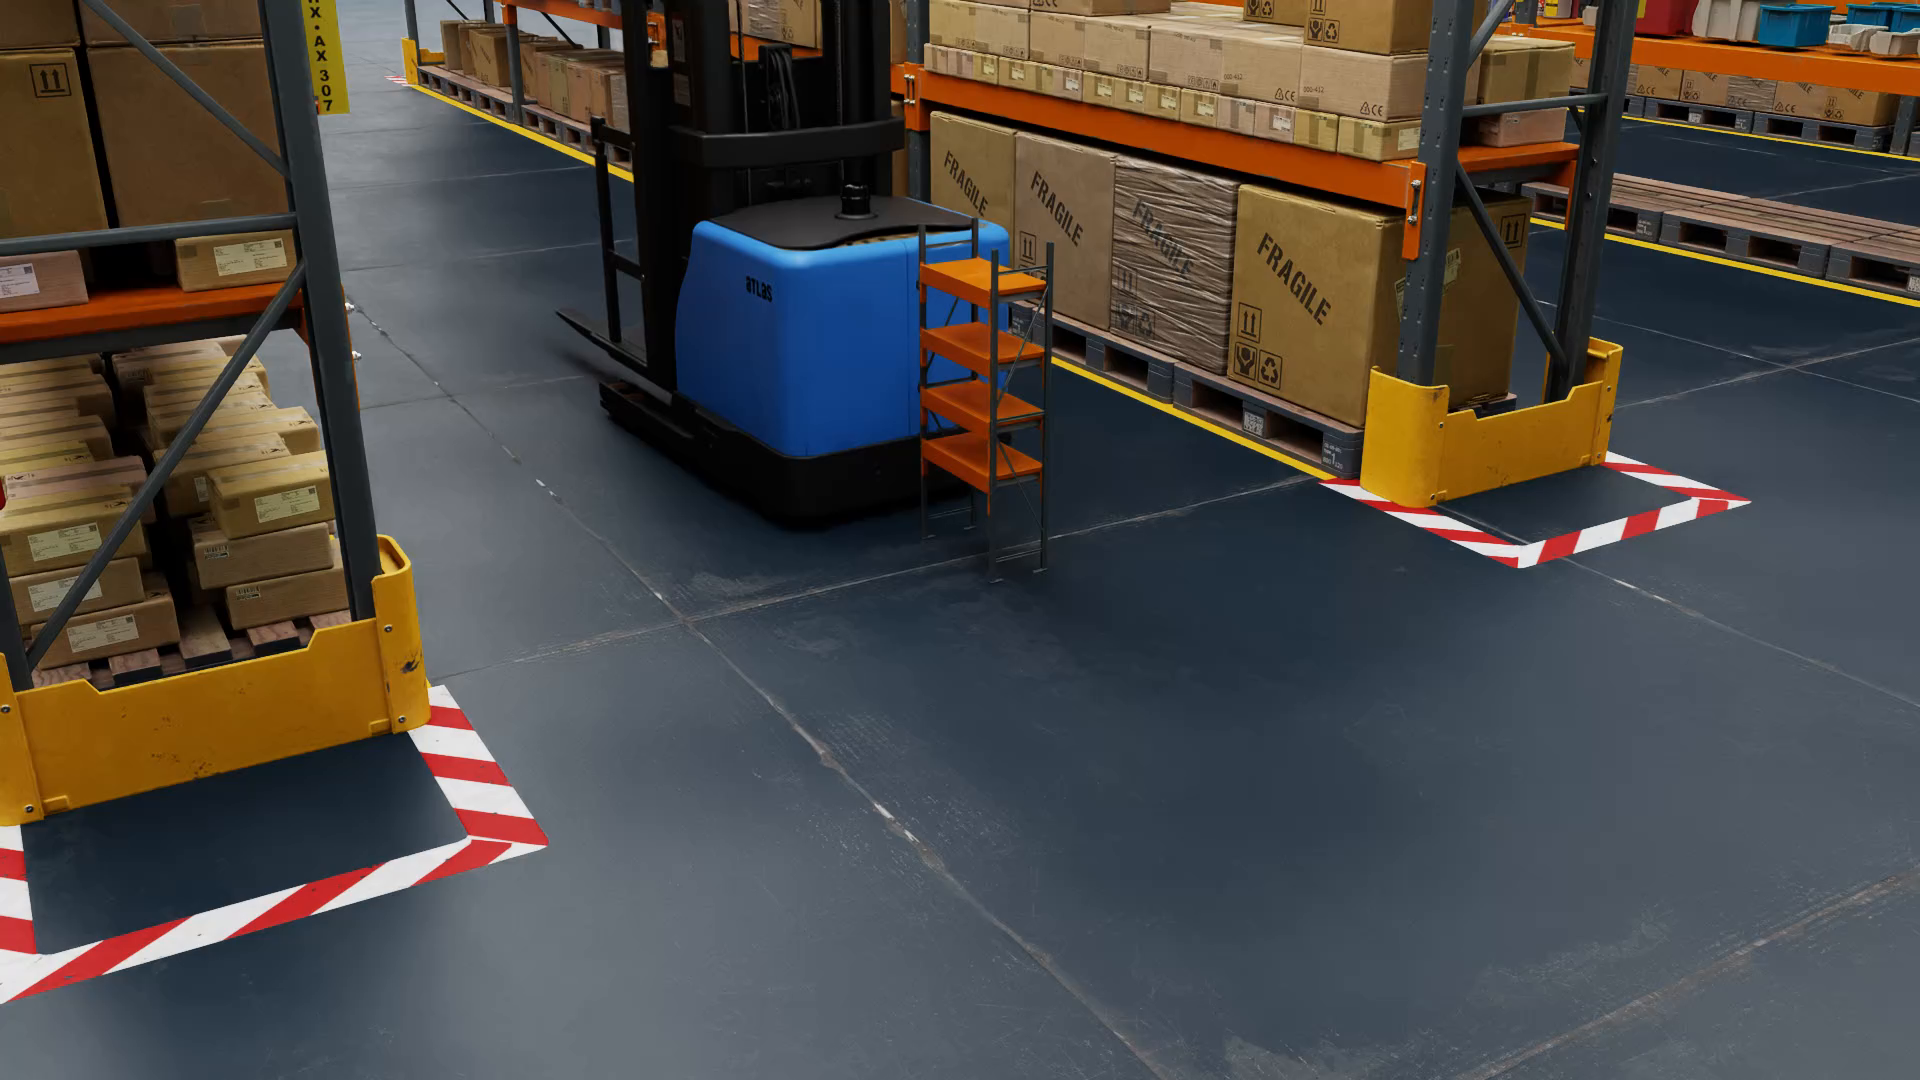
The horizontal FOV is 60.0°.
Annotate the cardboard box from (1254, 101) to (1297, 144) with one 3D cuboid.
[{"bbox_3d":[1.474,-1.782,7.046,0.380,0.149,0.250,-13,25,-28],"label":"cardboard box"}]

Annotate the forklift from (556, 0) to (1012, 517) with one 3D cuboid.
[{"bbox_3d":[-1.011,-1.947,7.209,1.130,2.935,3.031,-14,26,-30],"label":"forklift"}]

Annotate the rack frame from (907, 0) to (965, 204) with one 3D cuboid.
[{"bbox_3d":[0.158,-2.976,9.649,1.000,3.000,0.127,-13,25,-28],"label":"rack frame"}]

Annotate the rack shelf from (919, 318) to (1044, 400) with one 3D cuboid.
[{"bbox_3d":[0.085,-0.647,5.895,0.258,0.148,0.480,-13,25,-28],"label":"rack shelf"}]

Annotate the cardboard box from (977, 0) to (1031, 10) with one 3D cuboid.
[{"bbox_3d":[0.428,-3.026,8.582,0.500,0.500,0.500,-13,25,-28],"label":"cardboard box"}]

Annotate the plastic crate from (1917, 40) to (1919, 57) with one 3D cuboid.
[{"bbox_3d":[5.751,-2.865,9.647,0.396,0.136,0.243,-13,25,-28],"label":"plastic crate"}]

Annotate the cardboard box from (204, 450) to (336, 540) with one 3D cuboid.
[{"bbox_3d":[-2.090,-0.144,5.120,0.380,0.149,0.250,-14,26,-31],"label":"cardboard box"}]

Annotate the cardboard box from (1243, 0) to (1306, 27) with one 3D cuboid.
[{"bbox_3d":[1.663,-2.632,7.612,0.500,0.500,0.500,-13,26,-30],"label":"cardboard box"}]

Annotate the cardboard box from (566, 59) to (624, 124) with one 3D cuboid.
[{"bbox_3d":[-3.120,-4.069,15.075,0.700,0.500,0.500,-15,27,-33],"label":"cardboard box"}]

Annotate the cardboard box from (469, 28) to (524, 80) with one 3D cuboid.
[{"bbox_3d":[-5.029,-5.298,18.125,0.500,0.500,0.500,-10,24,-23],"label":"cardboard box"}]

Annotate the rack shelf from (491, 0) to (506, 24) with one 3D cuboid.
[{"bbox_3d":[-4.950,-5.880,17.748,1.077,0.370,4.000,-13,25,-28],"label":"rack shelf"}]

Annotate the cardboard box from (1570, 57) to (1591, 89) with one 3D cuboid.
[{"bbox_3d":[6.620,-5.018,17.409,0.500,0.500,0.500,-11,25,-26],"label":"cardboard box"}]

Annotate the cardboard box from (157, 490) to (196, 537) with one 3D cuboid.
[{"bbox_3d":[-2.454,-0.152,5.535,0.380,0.149,0.250,-12,25,-28],"label":"cardboard box"}]

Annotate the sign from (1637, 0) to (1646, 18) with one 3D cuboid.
[{"bbox_3d":[2.681,-2.223,6.543,0.100,0.325,0.005,-13,25,-28],"label":"sign"}]

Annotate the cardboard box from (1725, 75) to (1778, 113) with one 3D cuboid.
[{"bbox_3d":[7.677,-4.354,15.776,0.500,0.500,0.500,-12,25,-28],"label":"cardboard box"}]

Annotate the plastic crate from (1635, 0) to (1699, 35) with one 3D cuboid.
[{"bbox_3d":[4.656,-3.649,11.140,0.402,0.464,0.583,-13,25,-28],"label":"plastic crate"}]

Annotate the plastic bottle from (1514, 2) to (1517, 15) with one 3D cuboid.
[{"bbox_3d":[4.320,-4.212,12.856,0.152,0.276,0.135,-13,25,-28],"label":"plastic bottle"}]

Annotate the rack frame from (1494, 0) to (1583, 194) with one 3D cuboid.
[{"bbox_3d":[4.416,-3.928,11.993,1.000,3.000,0.127,-13,25,-28],"label":"rack frame"}]

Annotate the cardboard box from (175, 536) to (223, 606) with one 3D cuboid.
[{"bbox_3d":[-2.311,0.066,5.393,0.380,0.149,0.250,-13,25,-28],"label":"cardboard box"}]

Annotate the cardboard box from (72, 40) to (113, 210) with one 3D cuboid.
[{"bbox_3d":[-2.402,-1.310,5.024,0.500,0.500,0.500,-13,25,-28],"label":"cardboard box"}]

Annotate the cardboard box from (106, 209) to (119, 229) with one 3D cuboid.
[{"bbox_3d":[-2.506,-1.040,5.221,0.380,0.149,0.250,-11,25,-26],"label":"cardboard box"}]

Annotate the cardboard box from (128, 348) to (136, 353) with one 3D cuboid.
[{"bbox_3d":[-3.171,-0.816,6.773,0.380,0.149,0.250,-14,26,-31],"label":"cardboard box"}]

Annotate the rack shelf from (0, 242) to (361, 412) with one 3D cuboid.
[{"bbox_3d":[-3.136,-1.074,5.925,1.077,0.370,4.000,-13,25,-28],"label":"rack shelf"}]

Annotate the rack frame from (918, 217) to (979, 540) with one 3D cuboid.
[{"bbox_3d":[-0.040,-0.581,6.148,0.240,1.200,0.015,-13,25,-28],"label":"rack frame"}]

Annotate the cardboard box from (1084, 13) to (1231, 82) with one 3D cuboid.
[{"bbox_3d":[0.937,-2.352,7.918,0.500,0.250,0.500,-13,25,-28],"label":"cardboard box"}]

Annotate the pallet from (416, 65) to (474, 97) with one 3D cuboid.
[{"bbox_3d":[-5.549,-5.274,19.007,1.003,0.211,1.213,-13,25,-28],"label":"pallet"}]

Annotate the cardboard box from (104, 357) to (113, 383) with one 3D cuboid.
[{"bbox_3d":[-3.604,-0.767,7.442,0.380,0.149,0.250,-12,25,-27],"label":"cardboard box"}]

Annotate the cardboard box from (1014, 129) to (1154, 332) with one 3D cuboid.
[{"bbox_3d":[0.886,-1.666,8.690,0.875,0.875,0.875,-13,25,-28],"label":"cardboard box"}]

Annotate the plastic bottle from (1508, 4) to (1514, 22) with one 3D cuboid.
[{"bbox_3d":[4.034,-3.932,12.265,0.097,0.201,0.097,0,22,0],"label":"plastic bottle"}]

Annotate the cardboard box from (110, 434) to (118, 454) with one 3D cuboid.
[{"bbox_3d":[-3.350,-0.266,6.211,0.380,0.149,0.250,-12,25,-27],"label":"cardboard box"}]

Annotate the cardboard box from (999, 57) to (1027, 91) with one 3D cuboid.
[{"bbox_3d":[0.428,-2.445,8.676,0.380,0.149,0.250,-13,26,-30],"label":"cardboard box"}]

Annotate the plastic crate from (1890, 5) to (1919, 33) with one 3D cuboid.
[{"bbox_3d":[5.943,-3.153,10.228,0.416,0.233,0.300,-13,25,-28],"label":"plastic crate"}]

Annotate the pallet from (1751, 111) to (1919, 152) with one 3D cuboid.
[{"bbox_3d":[8.228,-3.844,15.489,1.003,0.211,1.213,-13,25,-28],"label":"pallet"}]

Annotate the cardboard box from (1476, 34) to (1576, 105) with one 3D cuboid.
[{"bbox_3d":[2.188,-1.956,6.945,0.500,0.250,0.500,-13,26,-30],"label":"cardboard box"}]

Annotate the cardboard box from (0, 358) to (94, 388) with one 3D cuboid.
[{"bbox_3d":[-3.384,-0.542,6.099,0.380,0.149,0.250,-12,25,-28],"label":"cardboard box"}]

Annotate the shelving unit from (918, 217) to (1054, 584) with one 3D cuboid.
[{"bbox_3d":[0.085,-0.502,5.954,0.258,1.200,0.503,-13,25,-28],"label":"shelving unit"}]

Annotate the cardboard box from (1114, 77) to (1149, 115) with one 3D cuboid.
[{"bbox_3d":[0.955,-2.111,7.856,0.380,0.149,0.250,-12,25,-27],"label":"cardboard box"}]

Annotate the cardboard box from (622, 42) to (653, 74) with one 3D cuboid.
[{"bbox_3d":[-2.533,-4.045,14.018,0.500,0.250,0.500,-10,24,-22],"label":"cardboard box"}]

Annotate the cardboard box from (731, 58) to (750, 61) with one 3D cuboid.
[{"bbox_3d":[-1.102,-2.963,11.882,1.225,0.875,0.875,-13,25,-28],"label":"cardboard box"}]

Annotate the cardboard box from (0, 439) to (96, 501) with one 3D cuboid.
[{"bbox_3d":[-2.923,-0.183,5.217,0.380,0.149,0.250,-13,26,-29],"label":"cardboard box"}]

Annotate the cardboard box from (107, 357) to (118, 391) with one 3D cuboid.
[{"bbox_3d":[-3.379,-0.757,7.023,0.380,0.149,0.250,-12,25,-28],"label":"cardboard box"}]

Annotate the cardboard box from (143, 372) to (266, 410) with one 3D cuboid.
[{"bbox_3d":[-2.684,-0.472,5.928,0.380,0.149,0.250,-12,25,-26],"label":"cardboard box"}]

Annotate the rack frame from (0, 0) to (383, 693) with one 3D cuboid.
[{"bbox_3d":[-2.115,-0.760,4.196,1.000,3.000,0.127,-13,25,-28],"label":"rack frame"}]

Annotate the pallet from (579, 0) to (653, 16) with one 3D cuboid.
[{"bbox_3d":[-2.341,-4.392,13.388,1.213,0.211,1.003,-13,25,-28],"label":"pallet"}]

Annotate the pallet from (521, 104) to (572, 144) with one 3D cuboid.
[{"bbox_3d":[-3.530,-4.022,15.926,1.003,0.211,1.213,-13,25,-28],"label":"pallet"}]

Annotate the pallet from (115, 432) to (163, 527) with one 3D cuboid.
[{"bbox_3d":[-3.157,-0.157,6.416,1.003,0.211,1.213,-13,25,-28],"label":"pallet"}]

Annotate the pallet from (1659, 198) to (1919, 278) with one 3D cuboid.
[{"bbox_3d":[5.452,-2.011,10.978,1.003,0.211,1.213,-13,25,-28],"label":"pallet"}]

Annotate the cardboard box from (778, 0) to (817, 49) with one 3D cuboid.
[{"bbox_3d":[-0.836,-3.450,10.683,0.500,0.500,0.500,-13,25,-29],"label":"cardboard box"}]
